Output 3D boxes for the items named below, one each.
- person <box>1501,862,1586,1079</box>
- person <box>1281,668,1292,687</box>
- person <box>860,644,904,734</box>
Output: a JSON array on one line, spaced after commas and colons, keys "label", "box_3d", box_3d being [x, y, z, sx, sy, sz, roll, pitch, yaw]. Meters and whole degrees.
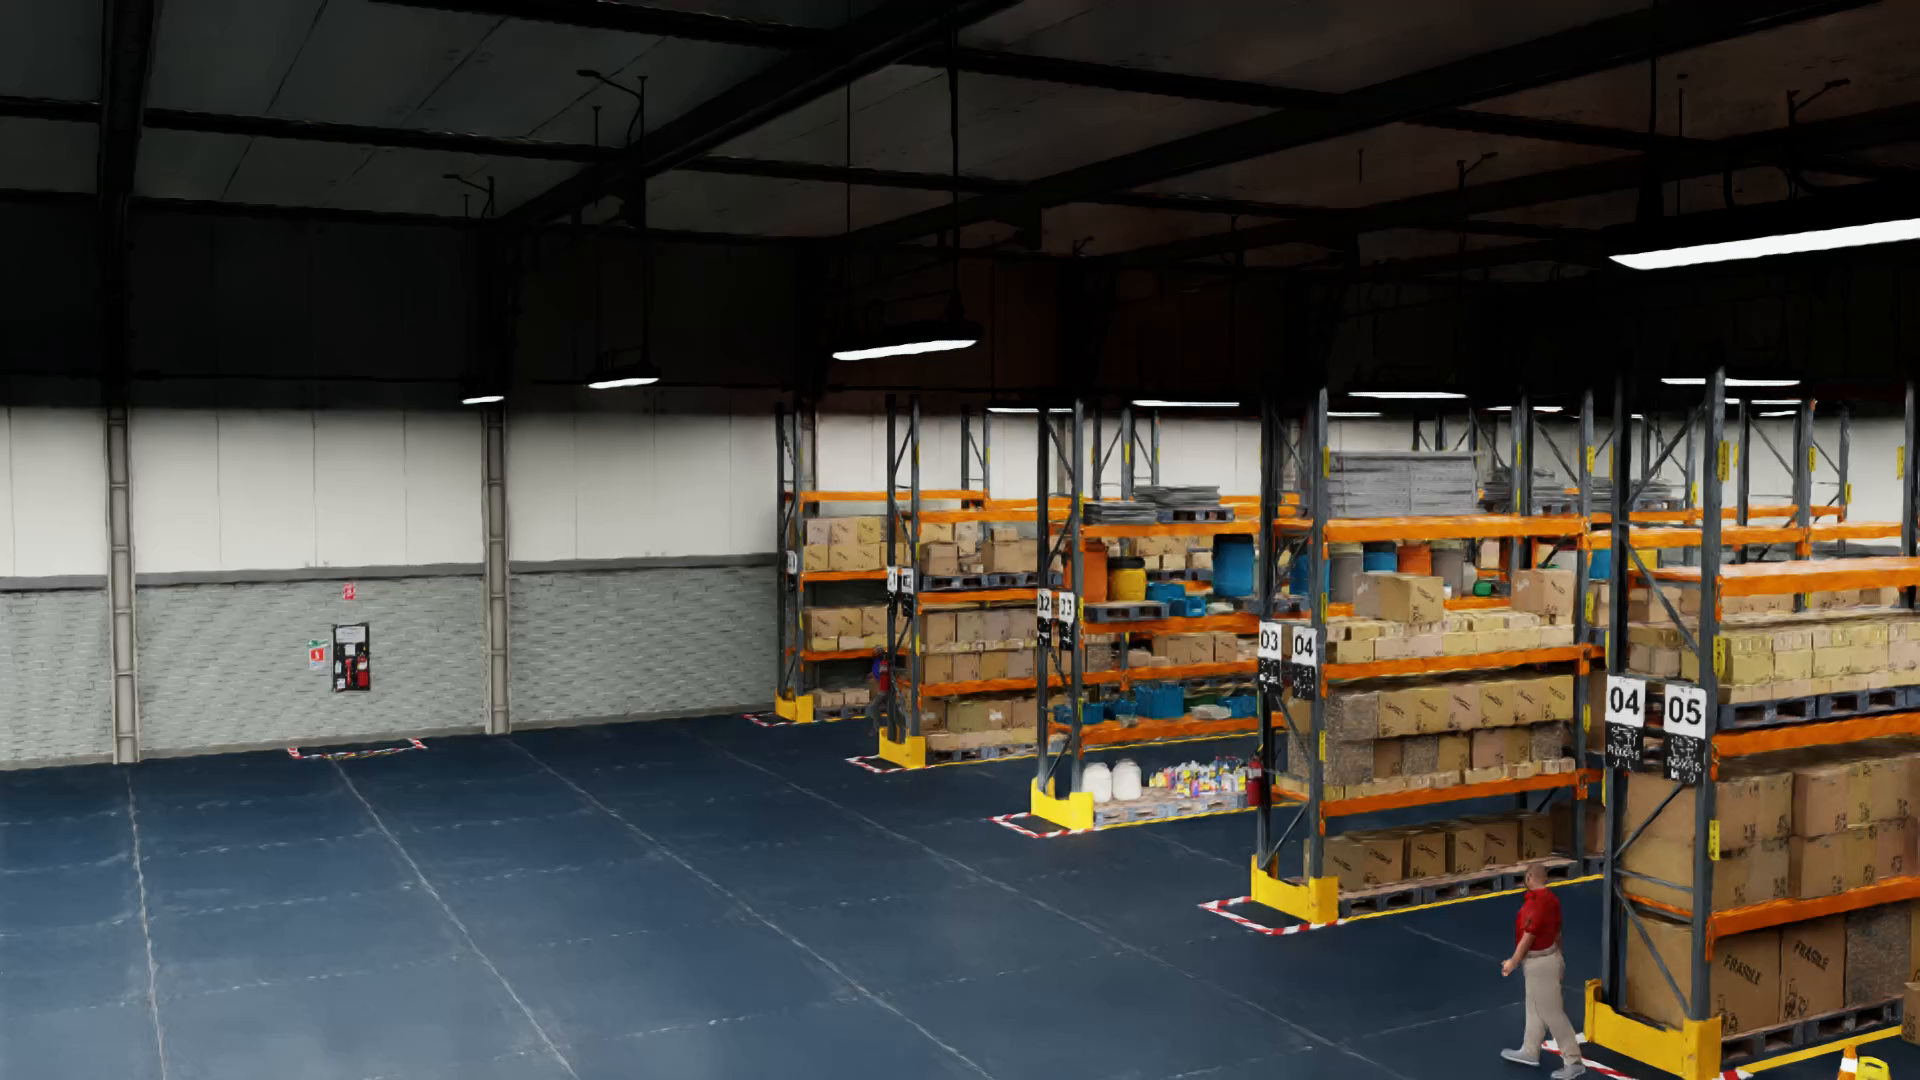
[{"label": "person", "box_3d": [4.817, 3.530, 13.734, 0.716, 1.707, 0.571, 2, 4, 33]}, {"label": "person", "box_3d": [6.337, 2.460, 32.758, 0.536, 1.715, 0.679, -2, 4, -29]}, {"label": "person", "box_3d": [-1.379, 2.672, 30.041, 0.831, 1.591, 0.603, -1, 3, -22]}]
